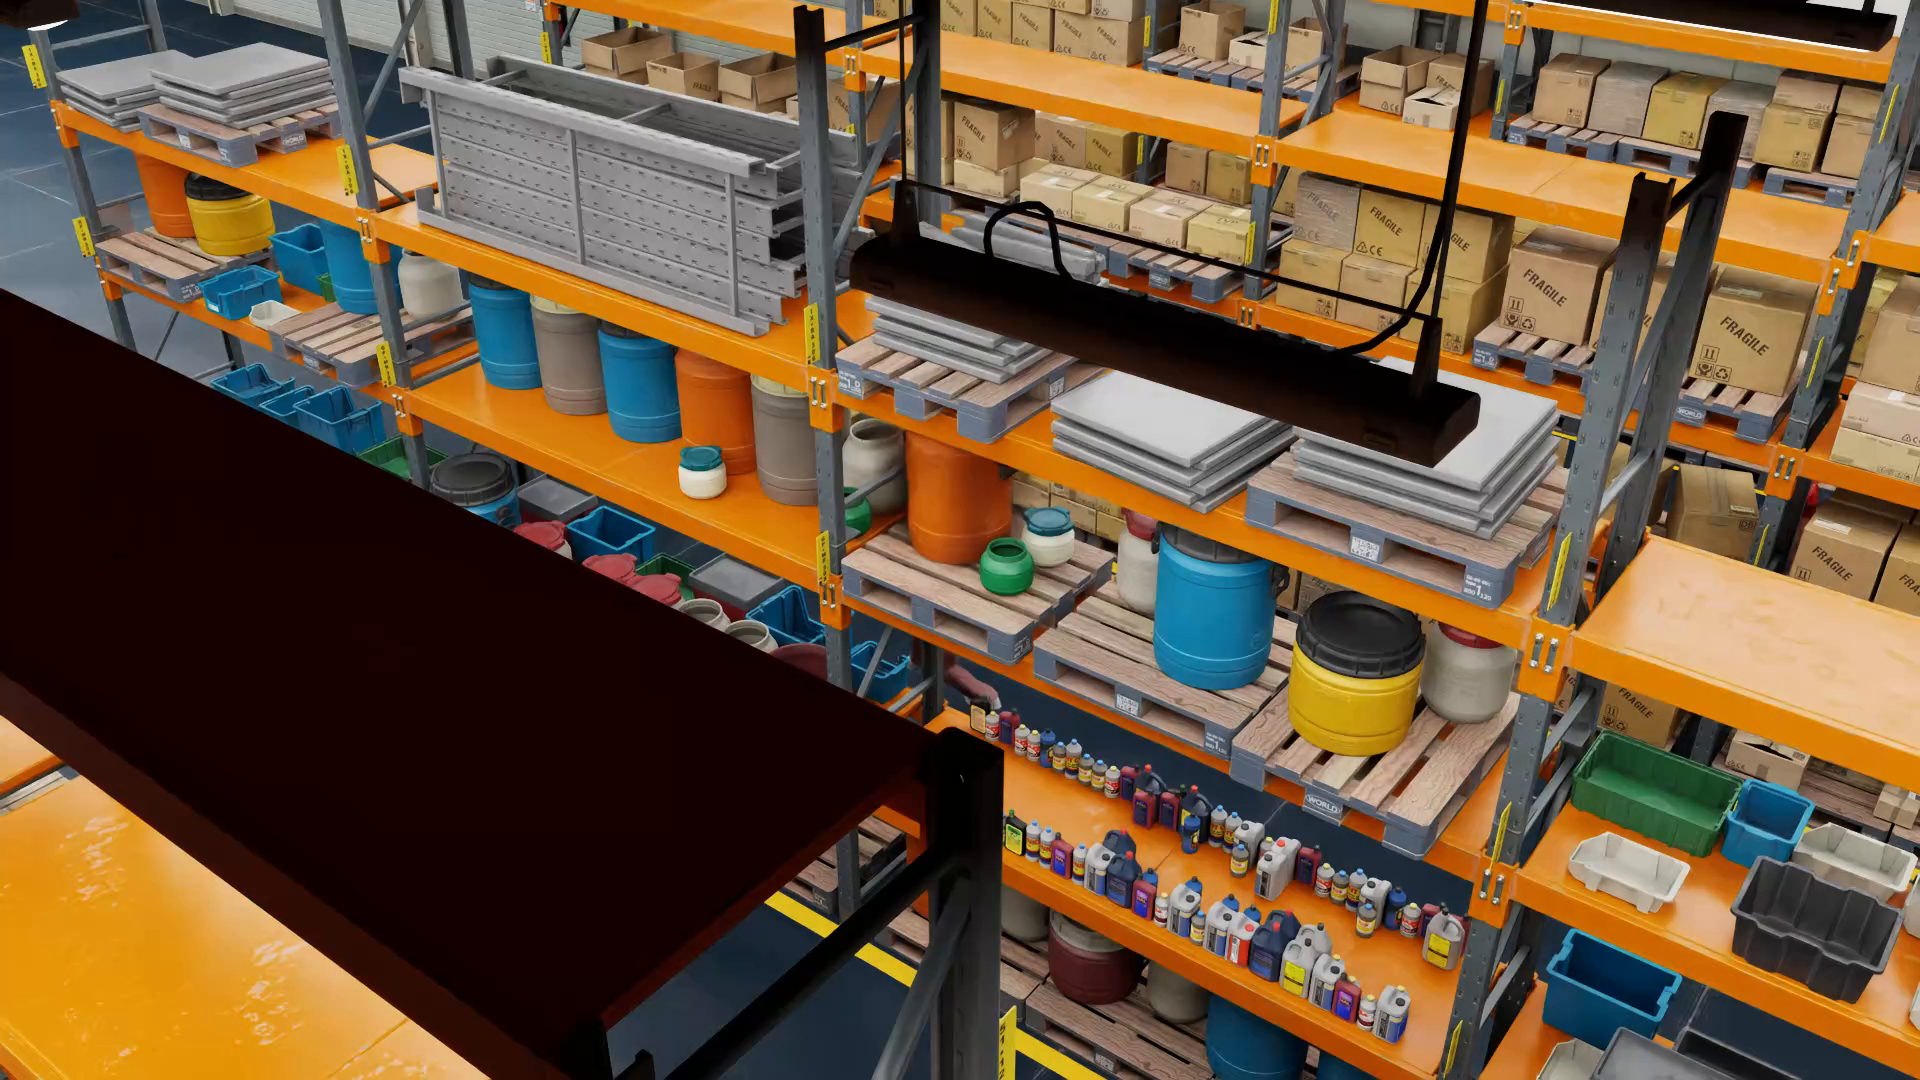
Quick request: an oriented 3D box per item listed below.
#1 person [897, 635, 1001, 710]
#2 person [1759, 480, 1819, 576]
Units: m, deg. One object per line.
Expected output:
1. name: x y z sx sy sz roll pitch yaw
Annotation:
1. person: -0.117 0.548 12.463 0.988 1.444 0.463 13 34 20
2. person: 6.755 -0.102 13.788 1.015 1.664 0.507 26 40 35
